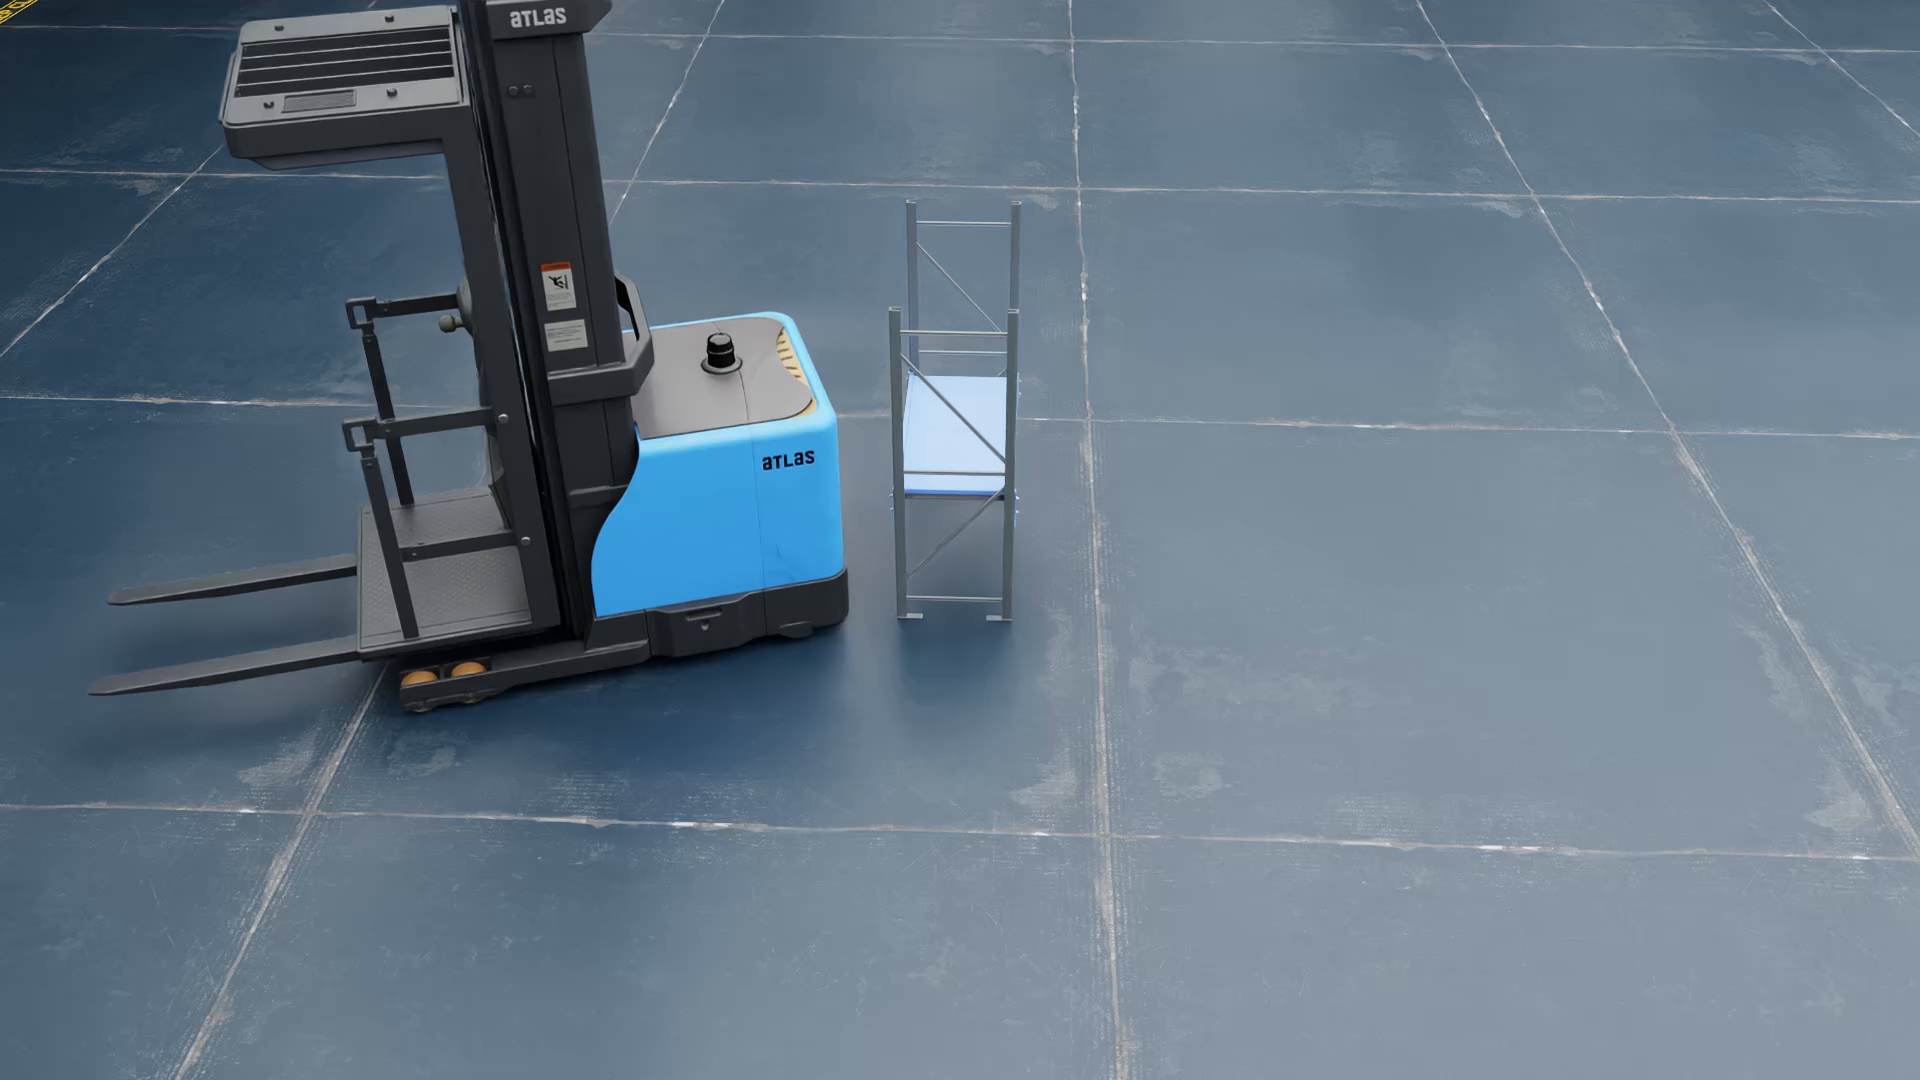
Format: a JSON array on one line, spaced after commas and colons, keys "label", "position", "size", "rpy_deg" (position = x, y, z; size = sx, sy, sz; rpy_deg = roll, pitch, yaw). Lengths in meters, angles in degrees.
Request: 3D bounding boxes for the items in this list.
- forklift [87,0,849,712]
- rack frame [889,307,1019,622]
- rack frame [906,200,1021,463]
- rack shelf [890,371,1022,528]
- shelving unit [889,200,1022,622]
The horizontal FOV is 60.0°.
[{"label": "forklift", "position": [-2.055, -0.841, 6.397], "size": [3.031, 2.935, 1.130], "rpy_deg": [-9, 36, -13]}, {"label": "rack frame", "position": [-0.024, -0.273, 6.833], "size": [0.500, 1.500, 0.032], "rpy_deg": [1, 35, 2]}, {"label": "rack frame", "position": [0.017, -0.857, 7.665], "size": [0.500, 1.500, 0.032], "rpy_deg": [1, 35, 2]}, {"label": "rack shelf", "position": [-0.003, -0.417, 7.352], "size": [0.538, 0.185, 1.000], "rpy_deg": [1, 35, 2]}, {"label": "shelving unit", "position": [-0.003, -0.565, 7.249], "size": [0.538, 1.500, 1.048], "rpy_deg": [1, 35, 2]}]
